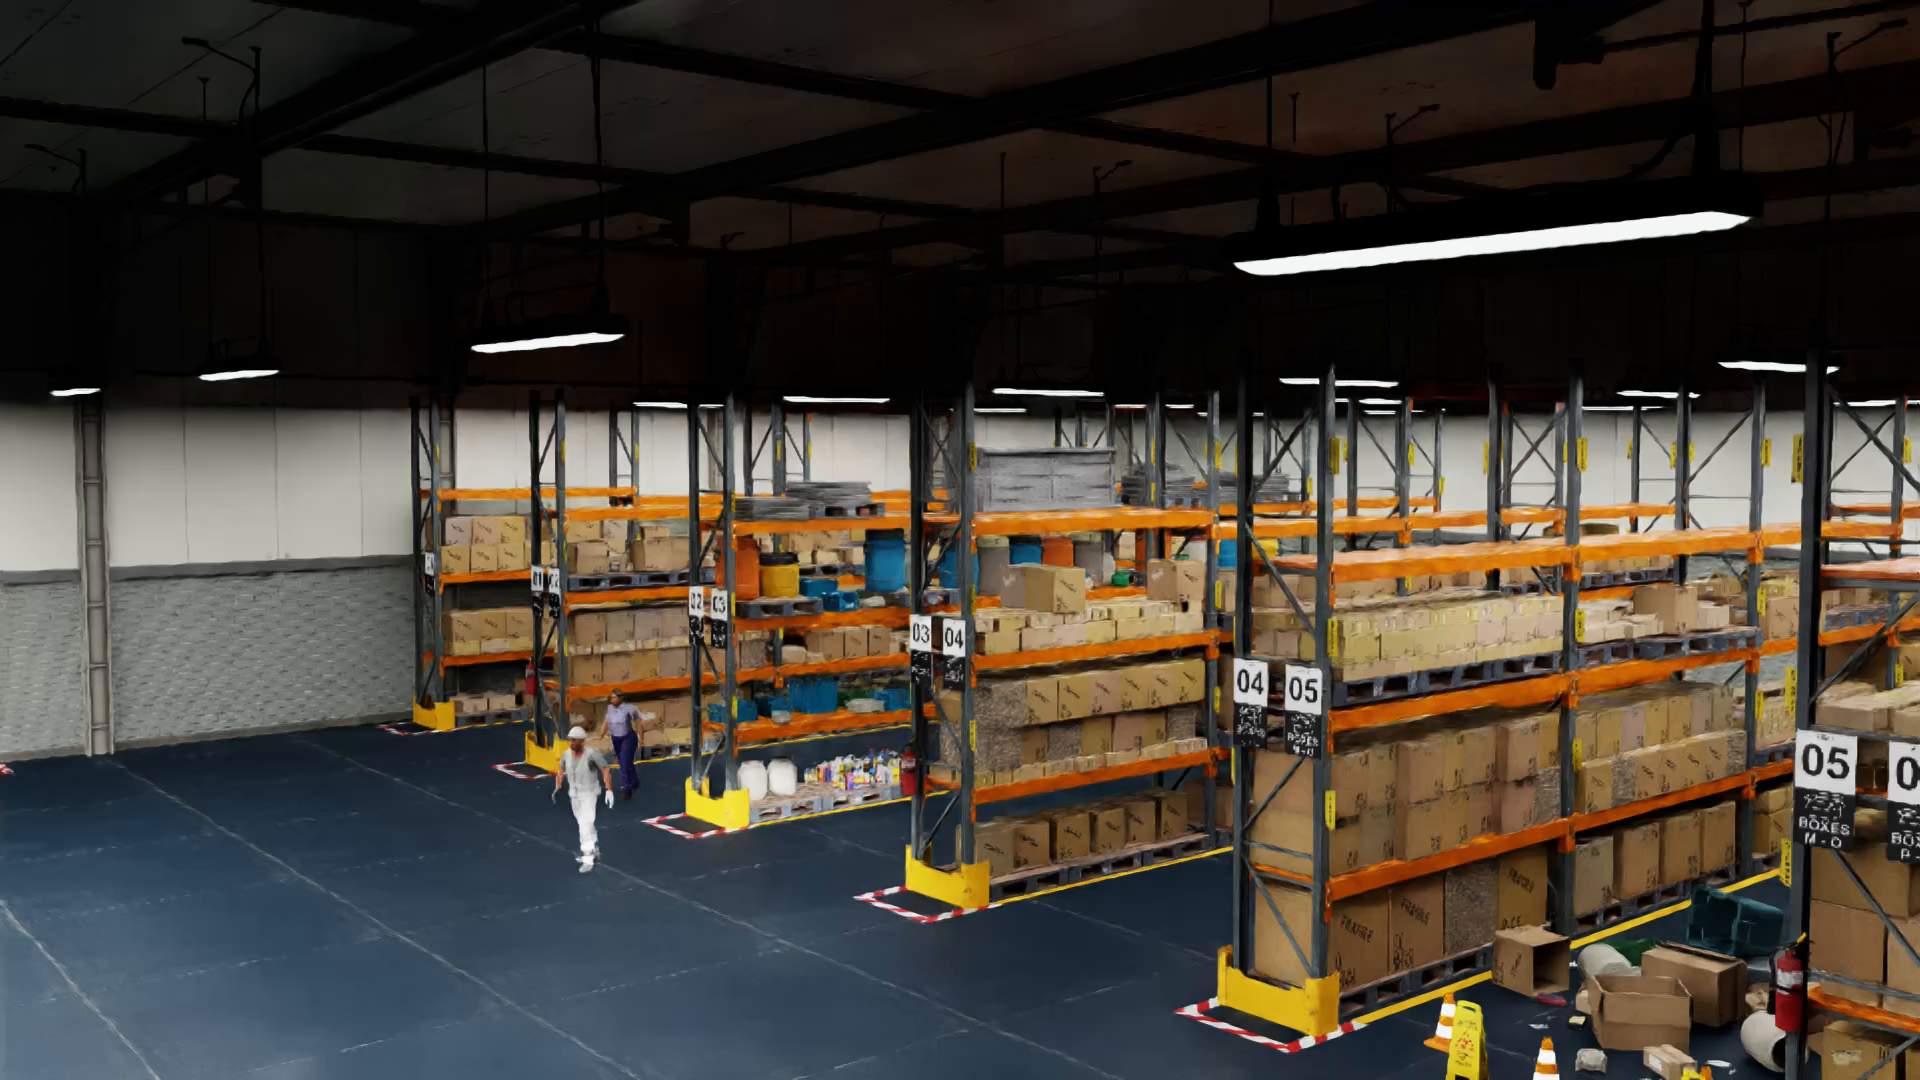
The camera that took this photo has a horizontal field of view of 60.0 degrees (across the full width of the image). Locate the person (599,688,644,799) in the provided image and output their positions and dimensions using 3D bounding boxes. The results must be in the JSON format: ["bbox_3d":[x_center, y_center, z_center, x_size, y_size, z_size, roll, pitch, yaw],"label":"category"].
[{"bbox_3d":[-4.873,2.934,24.301,0.656,1.581,0.818,2,4,34],"label":"person"}]

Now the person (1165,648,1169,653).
[{"bbox_3d":[3.652,2.477,31.186,0.578,1.714,0.719,-3,4,-41],"label":"person"}]

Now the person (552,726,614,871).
[{"bbox_3d":[-4.553,3.103,20.146,0.673,1.731,0.751,2,4,29],"label":"person"}]
